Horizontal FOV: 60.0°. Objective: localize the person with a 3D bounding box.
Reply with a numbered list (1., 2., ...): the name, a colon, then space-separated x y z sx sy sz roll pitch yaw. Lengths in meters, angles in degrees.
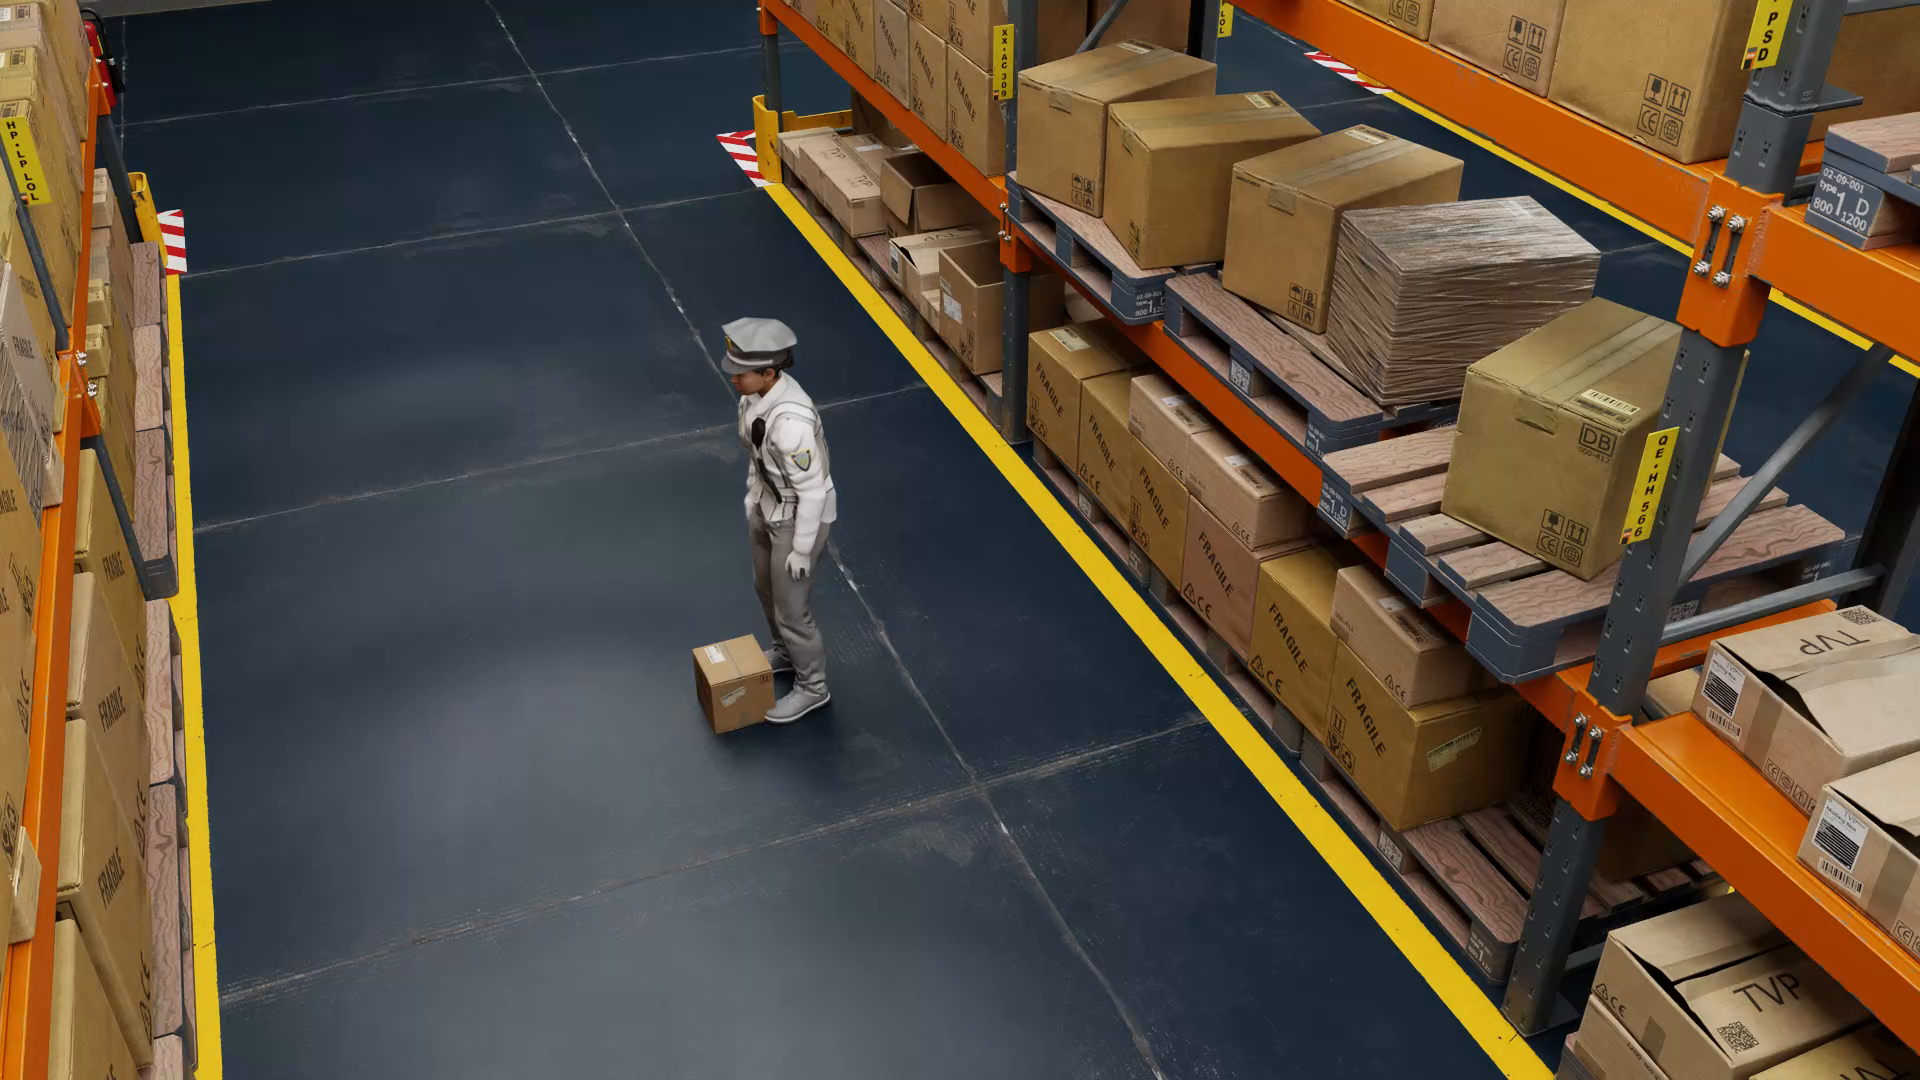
1. person: -0.666 -0.072 6.245 0.375 1.664 0.546 -15 37 -22
